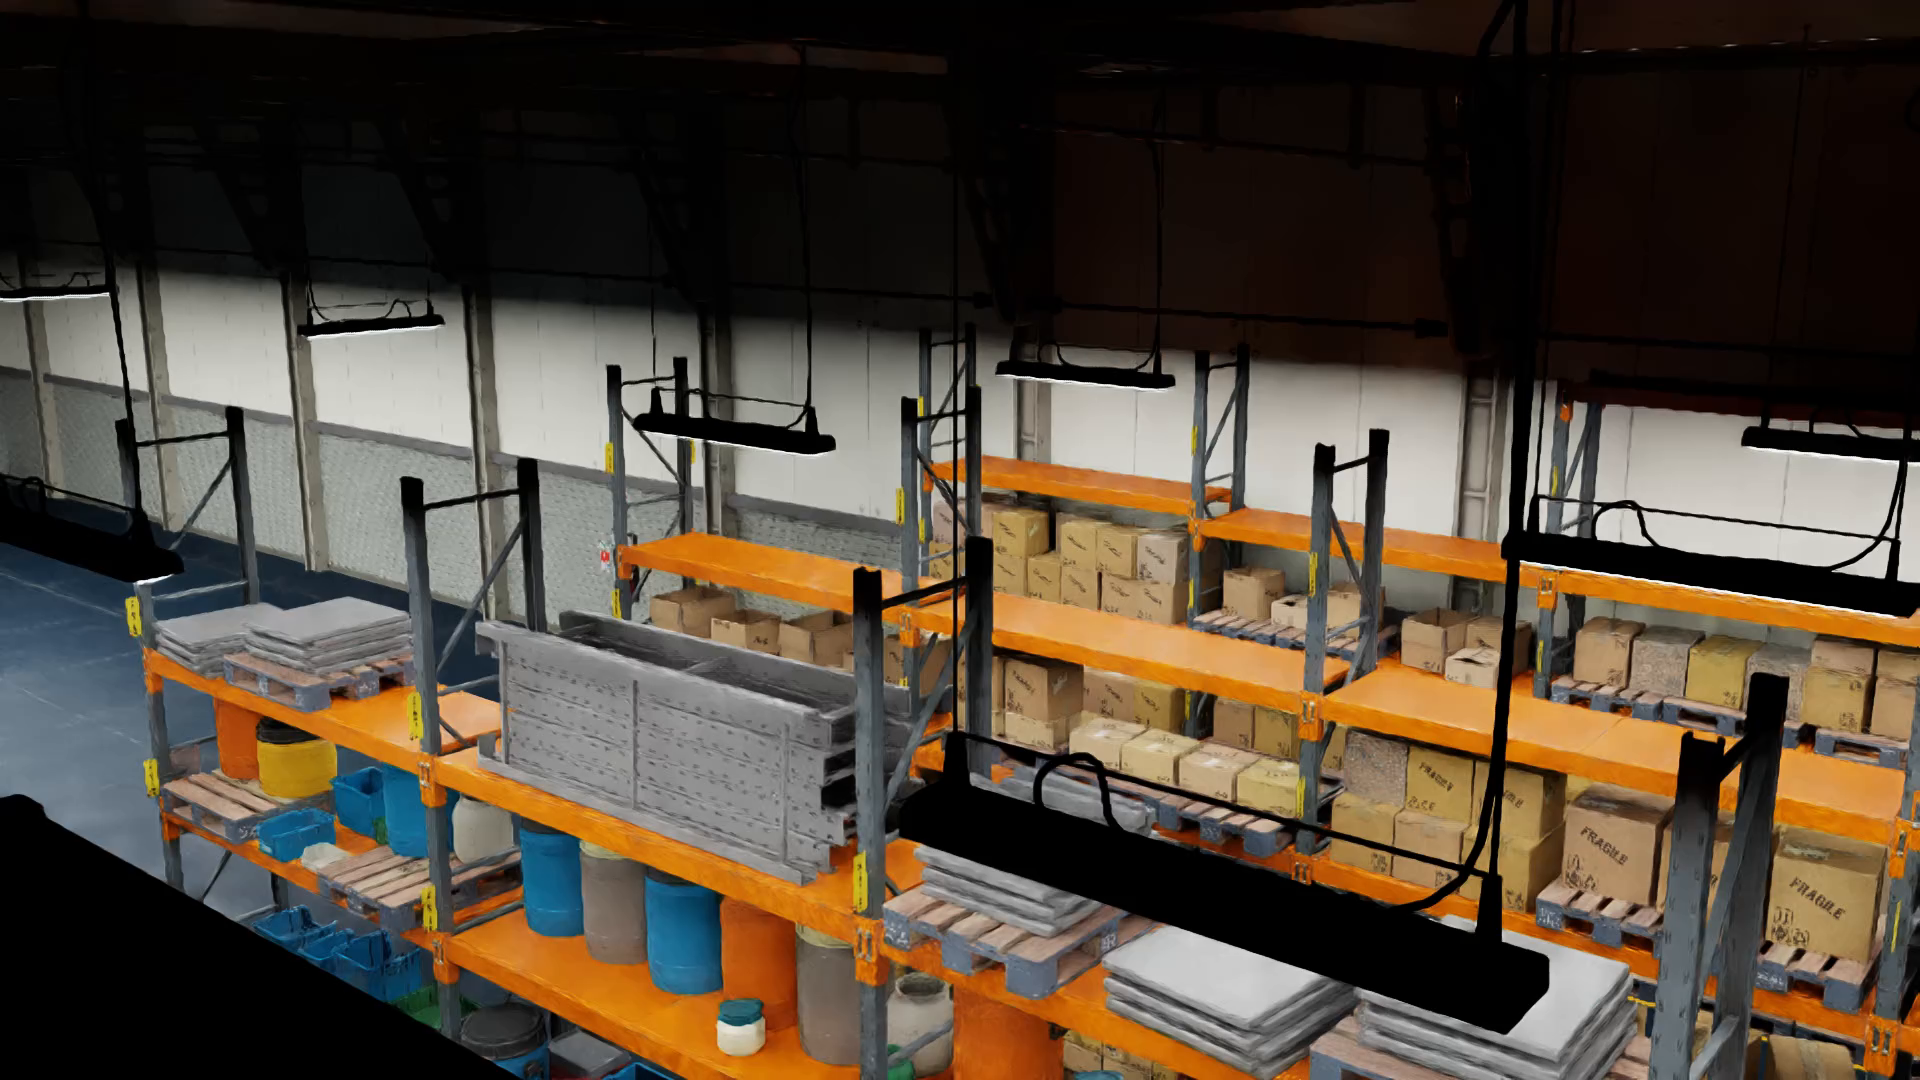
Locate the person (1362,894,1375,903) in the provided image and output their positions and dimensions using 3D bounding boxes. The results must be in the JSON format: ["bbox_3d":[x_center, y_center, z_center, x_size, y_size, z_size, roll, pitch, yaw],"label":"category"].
[{"bbox_3d":[3.617,3.856,15.084,0.571,1.757,0.673,-4,13,-18],"label":"person"}]

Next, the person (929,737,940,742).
[{"bbox_3d":[-0.239,2.923,19.825,0.880,1.537,0.453,4,13,16],"label":"person"}]
